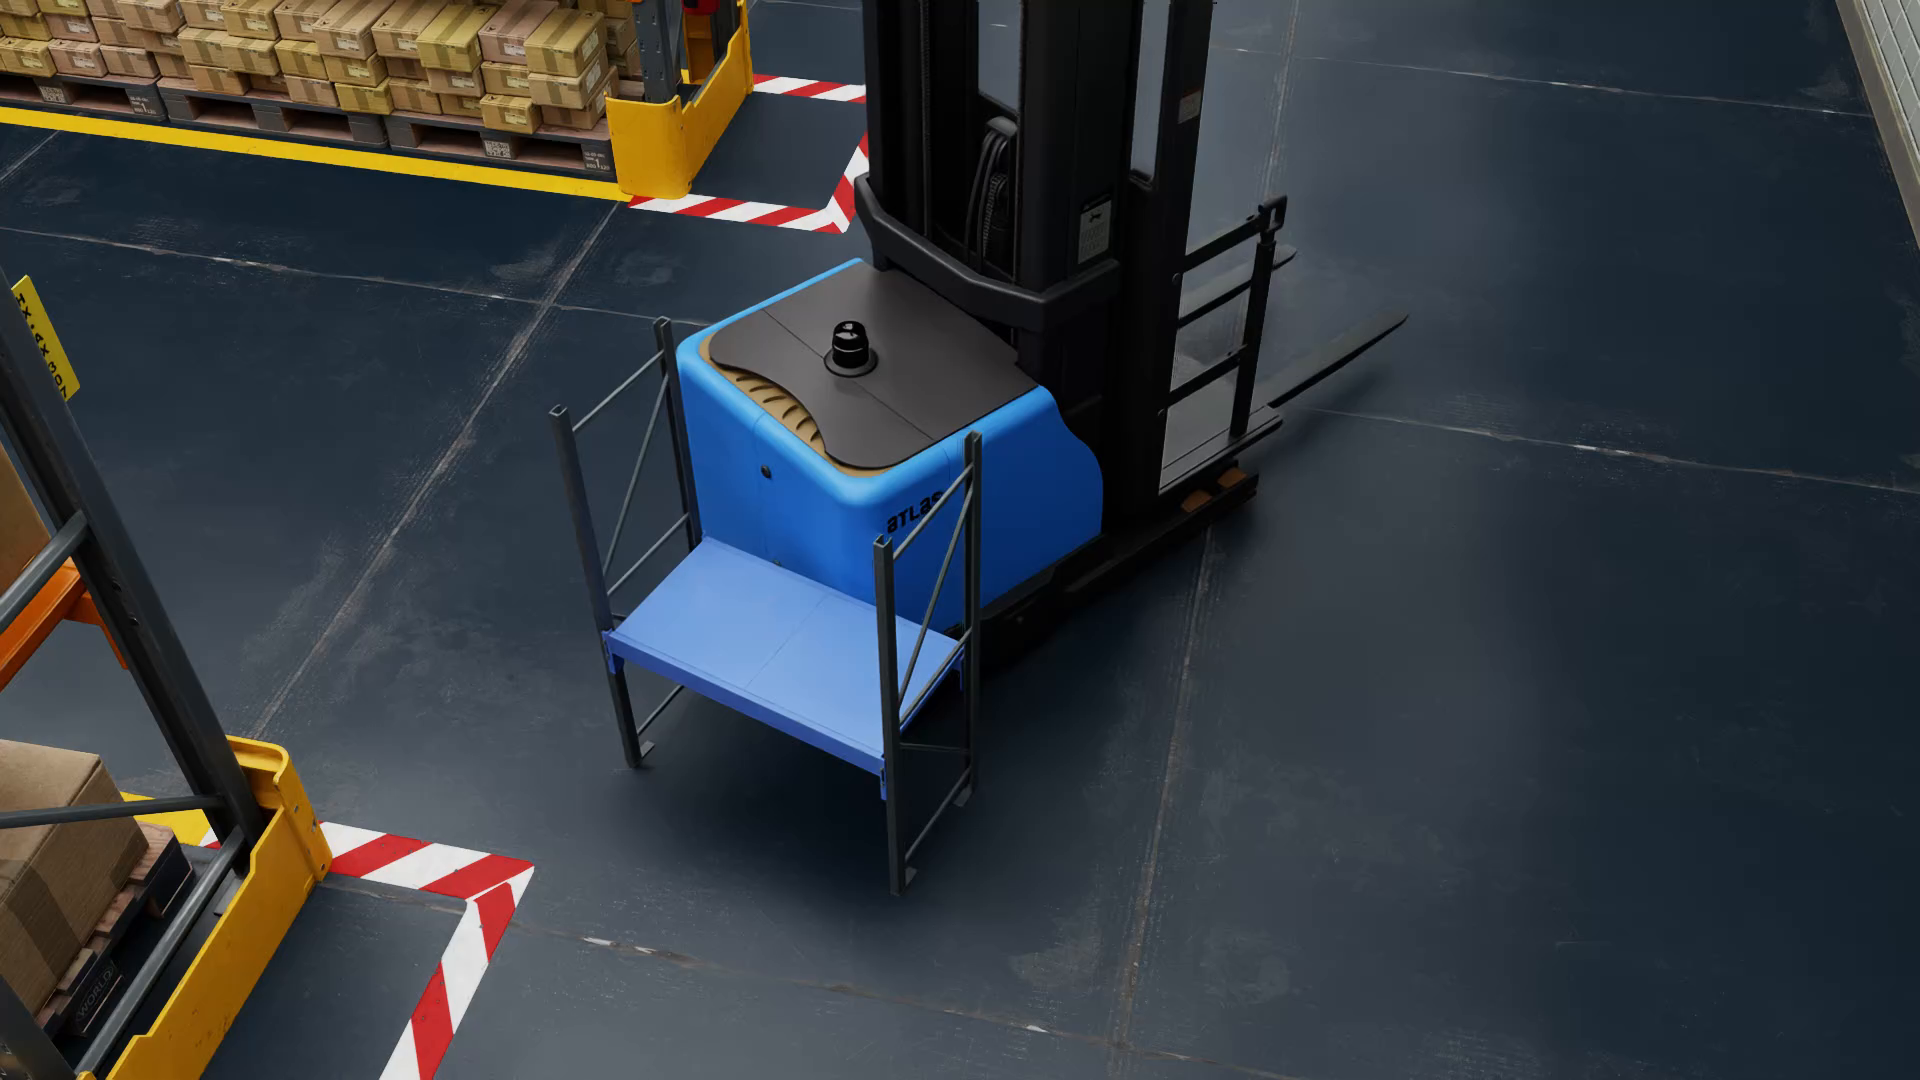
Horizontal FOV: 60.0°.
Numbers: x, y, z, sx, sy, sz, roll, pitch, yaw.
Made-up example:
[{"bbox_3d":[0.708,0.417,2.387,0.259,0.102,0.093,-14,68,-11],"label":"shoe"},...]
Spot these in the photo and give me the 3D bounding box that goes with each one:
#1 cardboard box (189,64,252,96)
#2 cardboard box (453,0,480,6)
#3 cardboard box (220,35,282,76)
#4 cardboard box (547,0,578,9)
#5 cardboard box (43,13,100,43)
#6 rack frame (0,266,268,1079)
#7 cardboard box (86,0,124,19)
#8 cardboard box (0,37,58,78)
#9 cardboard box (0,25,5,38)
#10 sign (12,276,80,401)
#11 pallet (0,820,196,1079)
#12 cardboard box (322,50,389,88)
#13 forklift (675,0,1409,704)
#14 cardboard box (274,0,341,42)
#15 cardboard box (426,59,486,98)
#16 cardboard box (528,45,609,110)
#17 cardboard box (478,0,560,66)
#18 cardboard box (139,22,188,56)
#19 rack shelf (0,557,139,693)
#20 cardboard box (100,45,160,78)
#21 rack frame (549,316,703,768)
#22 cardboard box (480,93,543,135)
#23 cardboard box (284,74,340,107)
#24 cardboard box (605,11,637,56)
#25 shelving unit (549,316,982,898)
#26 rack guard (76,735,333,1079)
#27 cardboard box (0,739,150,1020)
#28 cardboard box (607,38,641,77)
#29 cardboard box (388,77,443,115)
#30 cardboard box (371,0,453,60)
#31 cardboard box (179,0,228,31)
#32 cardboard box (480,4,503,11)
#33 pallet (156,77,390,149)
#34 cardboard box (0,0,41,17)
[{"bbox_3d":[-3.630,-2.393,8.327,0.250,0.149,0.380,8,44,8],"label":"cardboard box"},{"bbox_3d":[-2.498,-2.820,8.340,0.250,0.149,0.380,7,44,7],"label":"cardboard box"},{"bbox_3d":[-3.401,-2.445,8.165,0.250,0.149,0.380,9,45,9],"label":"cardboard box"},{"bbox_3d":[-2.020,-2.713,8.230,0.250,0.149,0.380,10,45,10],"label":"cardboard box"},{"bbox_3d":[-4.395,-2.681,8.410,0.250,0.149,0.380,9,45,9],"label":"cardboard box"},{"bbox_3d":[-2.269,0.260,3.817,0.127,3.000,1.000,9,45,9],"label":"rack frame"},{"bbox_3d":[-4.127,-2.746,8.264,0.250,0.149,0.380,8,44,8],"label":"cardboard box"},{"bbox_3d":[-4.646,-2.522,8.460,0.250,0.149,0.380,10,45,10],"label":"cardboard box"},{"bbox_3d":[-4.907,-2.671,8.400,0.250,0.149,0.380,11,45,11],"label":"cardboard box"},{"bbox_3d":[-2.142,-0.455,3.878,0.005,0.325,0.100,9,45,9],"label":"sign"},{"bbox_3d":[-3.067,1.197,4.855,1.213,0.211,1.003,9,45,9],"label":"pallet"},{"bbox_3d":[-2.880,-2.370,8.088,0.250,0.149,0.380,9,45,10],"label":"cardboard box"},{"bbox_3d":[0.503,-1.329,5.517,3.031,2.935,1.130,-31,52,-28],"label":"forklift"},{"bbox_3d":[-3.118,-2.583,8.094,0.250,0.149,0.380,7,44,8],"label":"cardboard box"},{"bbox_3d":[-2.372,-2.301,8.016,0.250,0.149,0.380,7,44,7],"label":"cardboard box"},{"bbox_3d":[-1.865,-2.223,7.935,0.250,0.149,0.380,8,44,8],"label":"cardboard box"},{"bbox_3d":[-2.092,-2.429,7.935,0.250,0.149,0.380,10,45,10],"label":"cardboard box"},{"bbox_3d":[-3.869,-2.580,8.306,0.250,0.149,0.380,11,45,11],"label":"cardboard box"},{"bbox_3d":[-4.221,0.216,4.381,4.000,0.370,1.077,9,45,9],"label":"rack shelf"},{"bbox_3d":[-4.133,-2.515,8.453,0.250,0.149,0.380,8,44,8],"label":"cardboard box"},{"bbox_3d":[-0.962,0.055,5.111,0.032,1.500,0.500,21,48,21],"label":"rack frame"},{"bbox_3d":[-2.119,-2.138,8.061,0.250,0.149,0.380,10,45,10],"label":"cardboard box"},{"bbox_3d":[-3.127,-2.316,8.246,0.250,0.149,0.380,10,45,10],"label":"cardboard box"},{"bbox_3d":[-1.742,-2.590,8.316,0.250,0.149,0.380,11,45,11],"label":"cardboard box"},{"bbox_3d":[-0.520,0.229,4.930,1.048,1.500,0.538,21,48,21],"label":"shelving unit"},{"bbox_3d":[-2.246,1.164,4.680,0.348,0.500,1.175,9,45,9],"label":"rack guard"},{"bbox_3d":[-2.935,1.000,4.593,0.875,0.438,0.875,7,44,8],"label":"cardboard box"},{"bbox_3d":[-1.729,-2.525,8.464,0.250,0.149,0.380,10,45,10],"label":"cardboard box"},{"bbox_3d":[-2.602,-2.265,8.193,0.250,0.149,0.380,9,45,9],"label":"cardboard box"},{"bbox_3d":[-2.611,-2.465,7.971,0.250,0.149,0.380,7,44,7],"label":"cardboard box"},{"bbox_3d":[-3.612,-2.667,8.182,0.250,0.149,0.380,7,44,7],"label":"cardboard box"},{"bbox_3d":[-2.255,-2.646,8.375,0.250,0.149,0.380,9,45,10],"label":"cardboard box"},{"bbox_3d":[-3.333,-2.445,8.638,1.213,0.211,1.003,9,45,9],"label":"pallet"},{"bbox_3d":[-4.644,-2.775,8.294,0.250,0.149,0.380,11,45,11],"label":"cardboard box"}]
